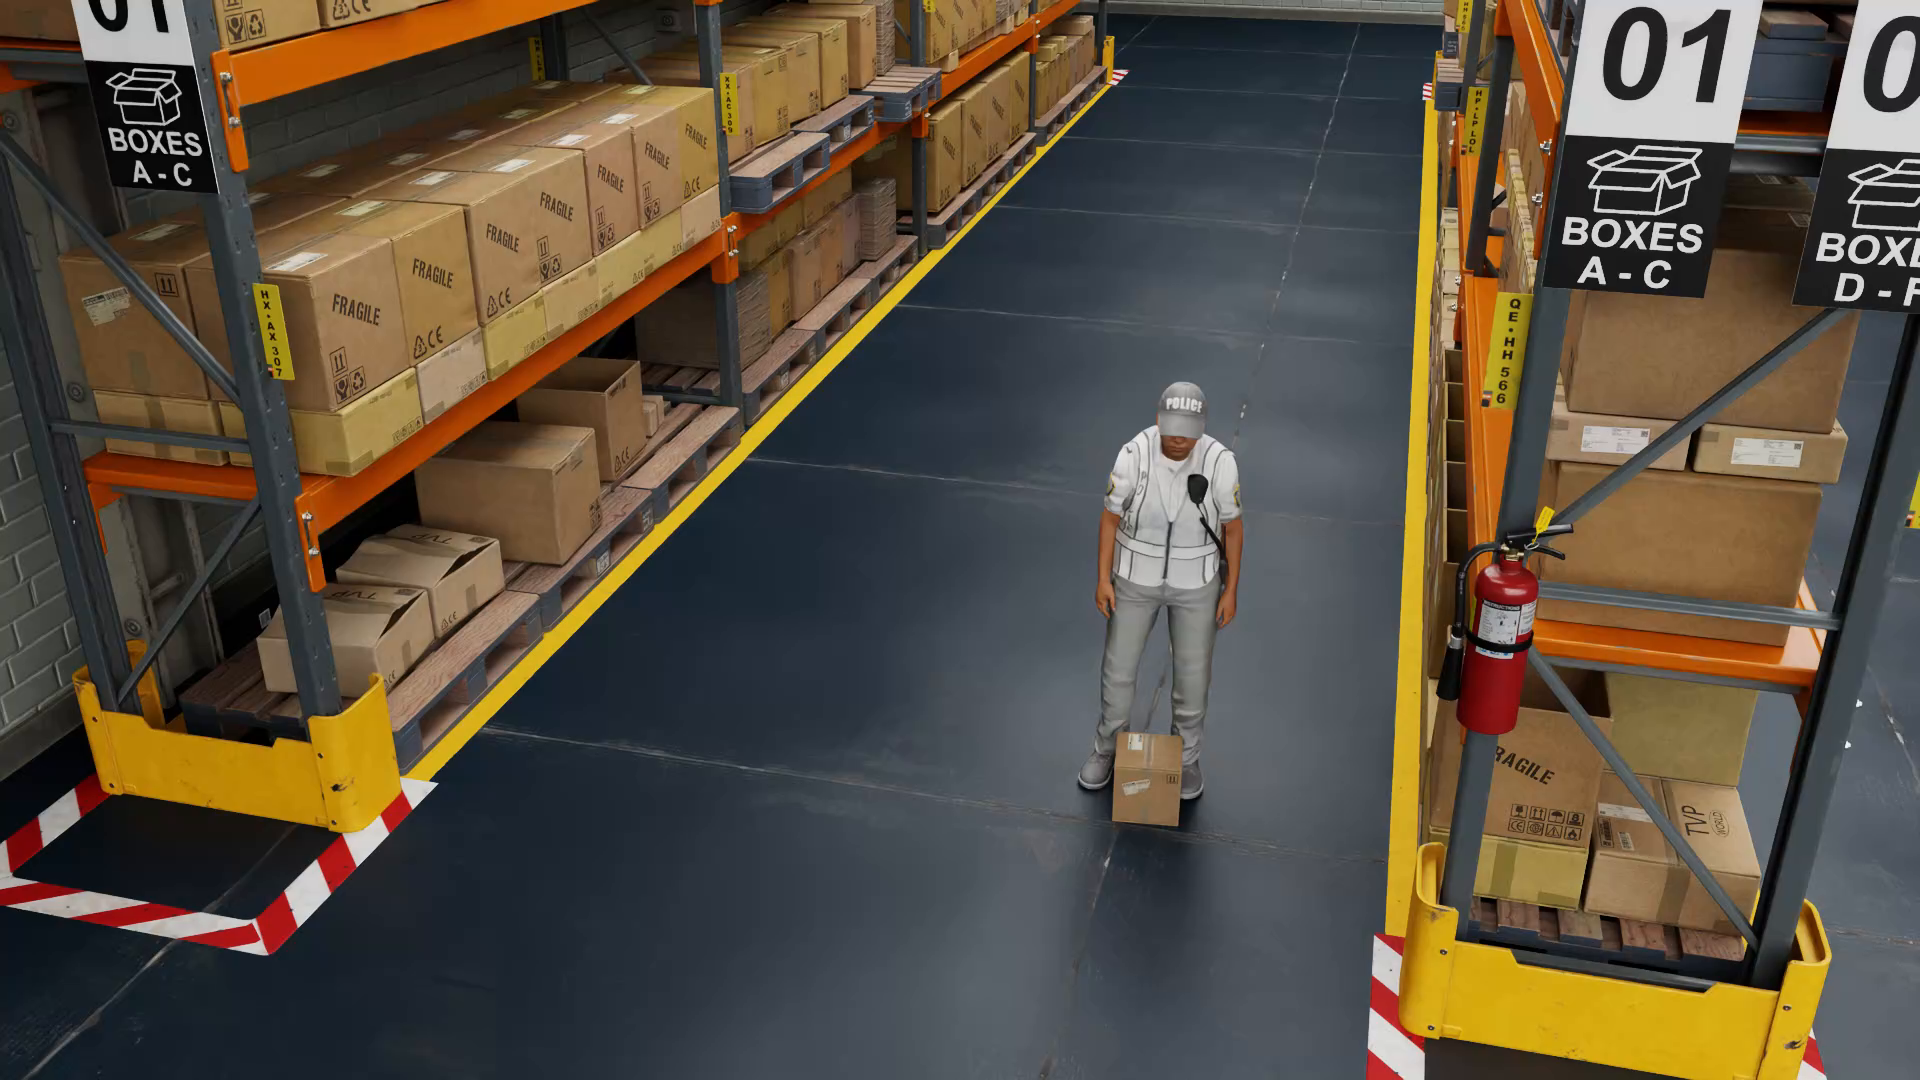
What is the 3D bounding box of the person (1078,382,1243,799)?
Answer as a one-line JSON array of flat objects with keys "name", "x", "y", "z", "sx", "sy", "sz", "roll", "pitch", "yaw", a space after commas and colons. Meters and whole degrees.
[{"name": "person", "x": 0.759, "y": 0.178, "z": 6.227, "sx": 0.564, "sy": 1.667, "sz": 0.463, "roll": 4, "pitch": 26, "yaw": 9}]
